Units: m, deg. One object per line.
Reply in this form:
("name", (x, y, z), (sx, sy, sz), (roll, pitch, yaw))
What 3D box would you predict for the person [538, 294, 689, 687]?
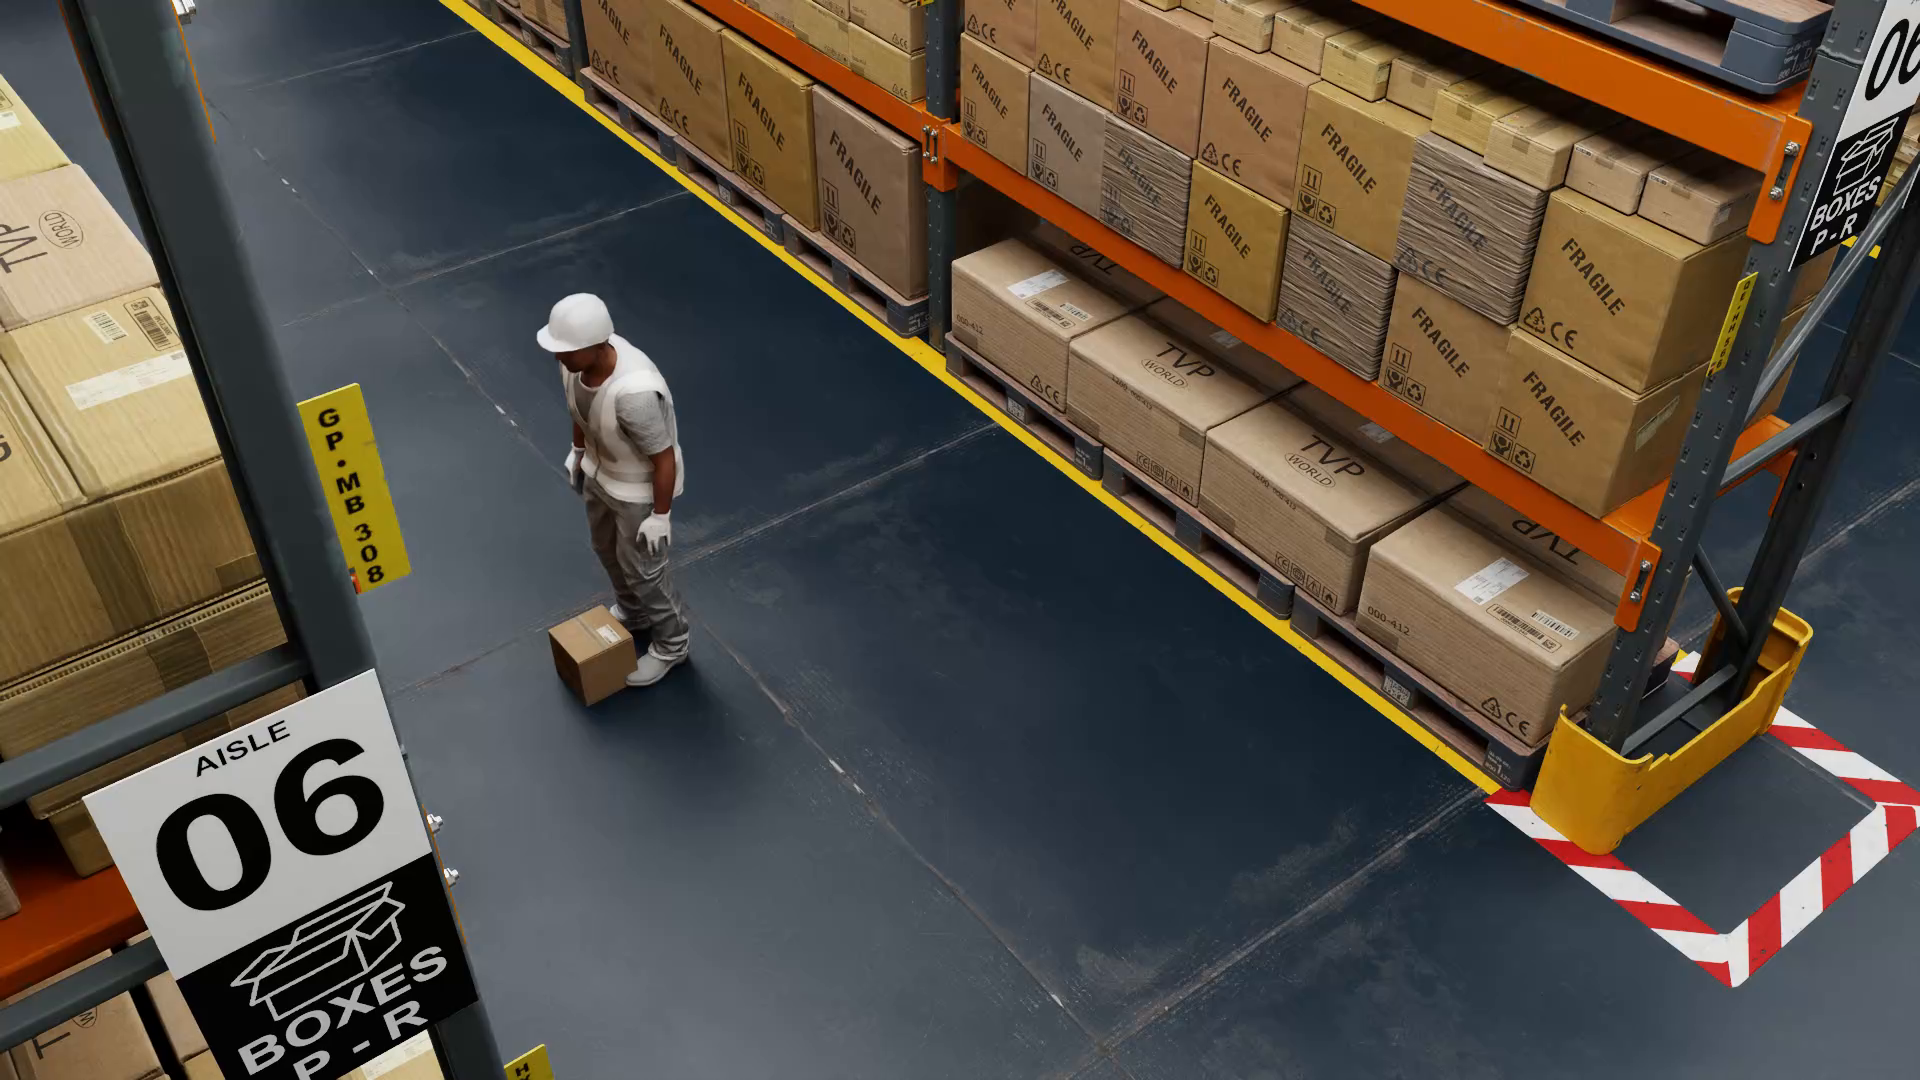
("person", (-1.305, -0.205, 6.393), (0.451, 1.773, 0.625), (-29, 48, -30))
